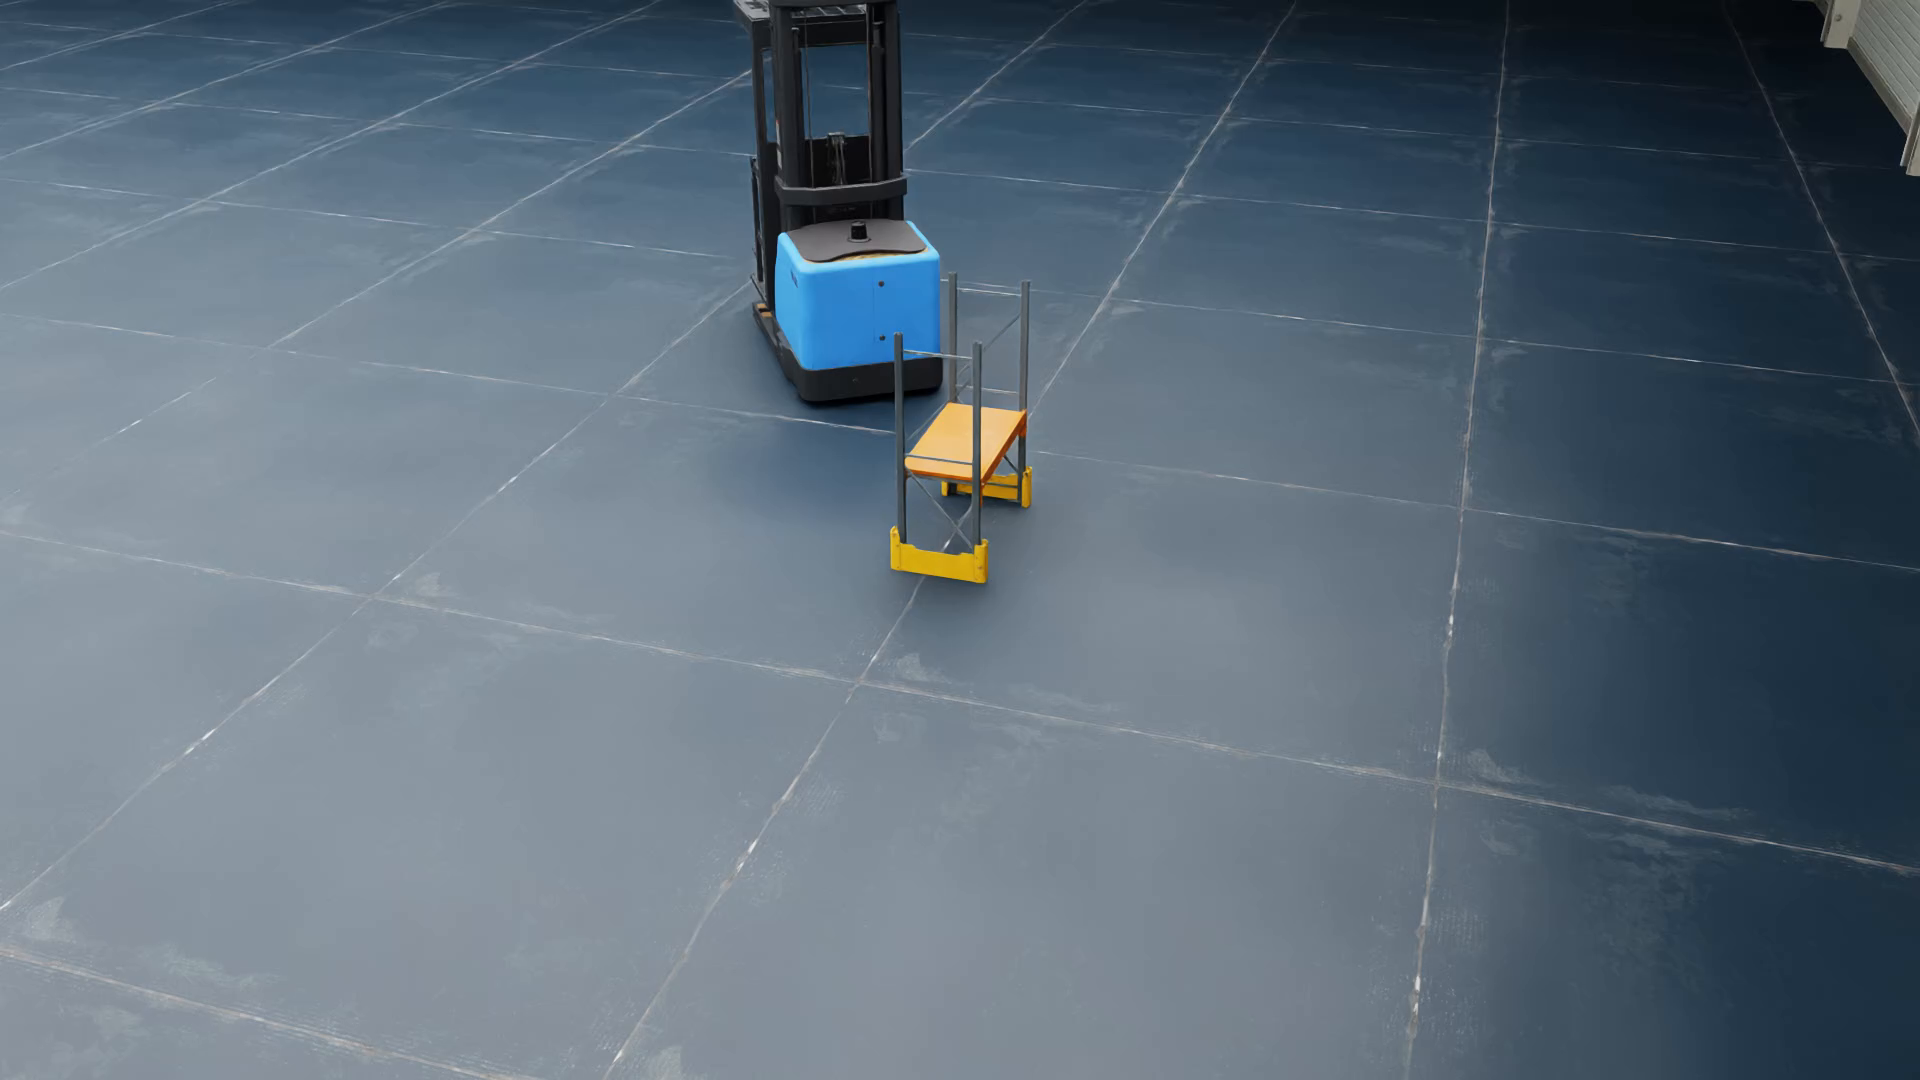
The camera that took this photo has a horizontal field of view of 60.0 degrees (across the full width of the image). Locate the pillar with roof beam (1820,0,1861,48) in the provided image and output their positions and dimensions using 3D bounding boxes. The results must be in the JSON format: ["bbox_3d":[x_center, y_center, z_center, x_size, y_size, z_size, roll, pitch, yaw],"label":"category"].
[{"bbox_3d":[7.492,-11.123,20.987,9.100,9.000,0.400,8,30,15],"label":"pillar with roof beam"}]

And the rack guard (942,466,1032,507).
[{"bbox_3d":[0.169,-0.376,10.669,0.587,0.250,0.087,8,30,15],"label":"rack guard"}]

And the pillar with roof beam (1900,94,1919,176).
[{"bbox_3d":[5.731,-8.334,15.975,9.100,9.000,0.400,8,30,15],"label":"pillar with roof beam"}]

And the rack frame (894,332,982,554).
[{"bbox_3d":[-0.124,-0.459,9.532,0.500,1.500,0.032,8,30,15],"label":"rack frame"}]

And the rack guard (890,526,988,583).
[{"bbox_3d":[-0.124,0.087,9.837,0.587,0.250,0.087,8,30,15],"label":"rack guard"}]

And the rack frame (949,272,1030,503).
[{"bbox_3d":[0.174,-0.931,10.381,0.500,1.500,0.032,8,30,15],"label":"rack frame"}]

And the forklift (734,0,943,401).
[{"bbox_3d":[-1.035,-2.973,12.578,1.130,2.935,3.031,-8,30,-14],"label":"forklift"}]

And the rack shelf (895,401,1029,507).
[{"bbox_3d":[0.025,-0.538,10.044,0.538,0.185,1.000,8,30,15],"label":"rack shelf"}]

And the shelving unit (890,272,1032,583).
[{"bbox_3d":[0.022,-0.691,9.949,0.587,1.500,1.083,8,30,15],"label":"shelving unit"}]
